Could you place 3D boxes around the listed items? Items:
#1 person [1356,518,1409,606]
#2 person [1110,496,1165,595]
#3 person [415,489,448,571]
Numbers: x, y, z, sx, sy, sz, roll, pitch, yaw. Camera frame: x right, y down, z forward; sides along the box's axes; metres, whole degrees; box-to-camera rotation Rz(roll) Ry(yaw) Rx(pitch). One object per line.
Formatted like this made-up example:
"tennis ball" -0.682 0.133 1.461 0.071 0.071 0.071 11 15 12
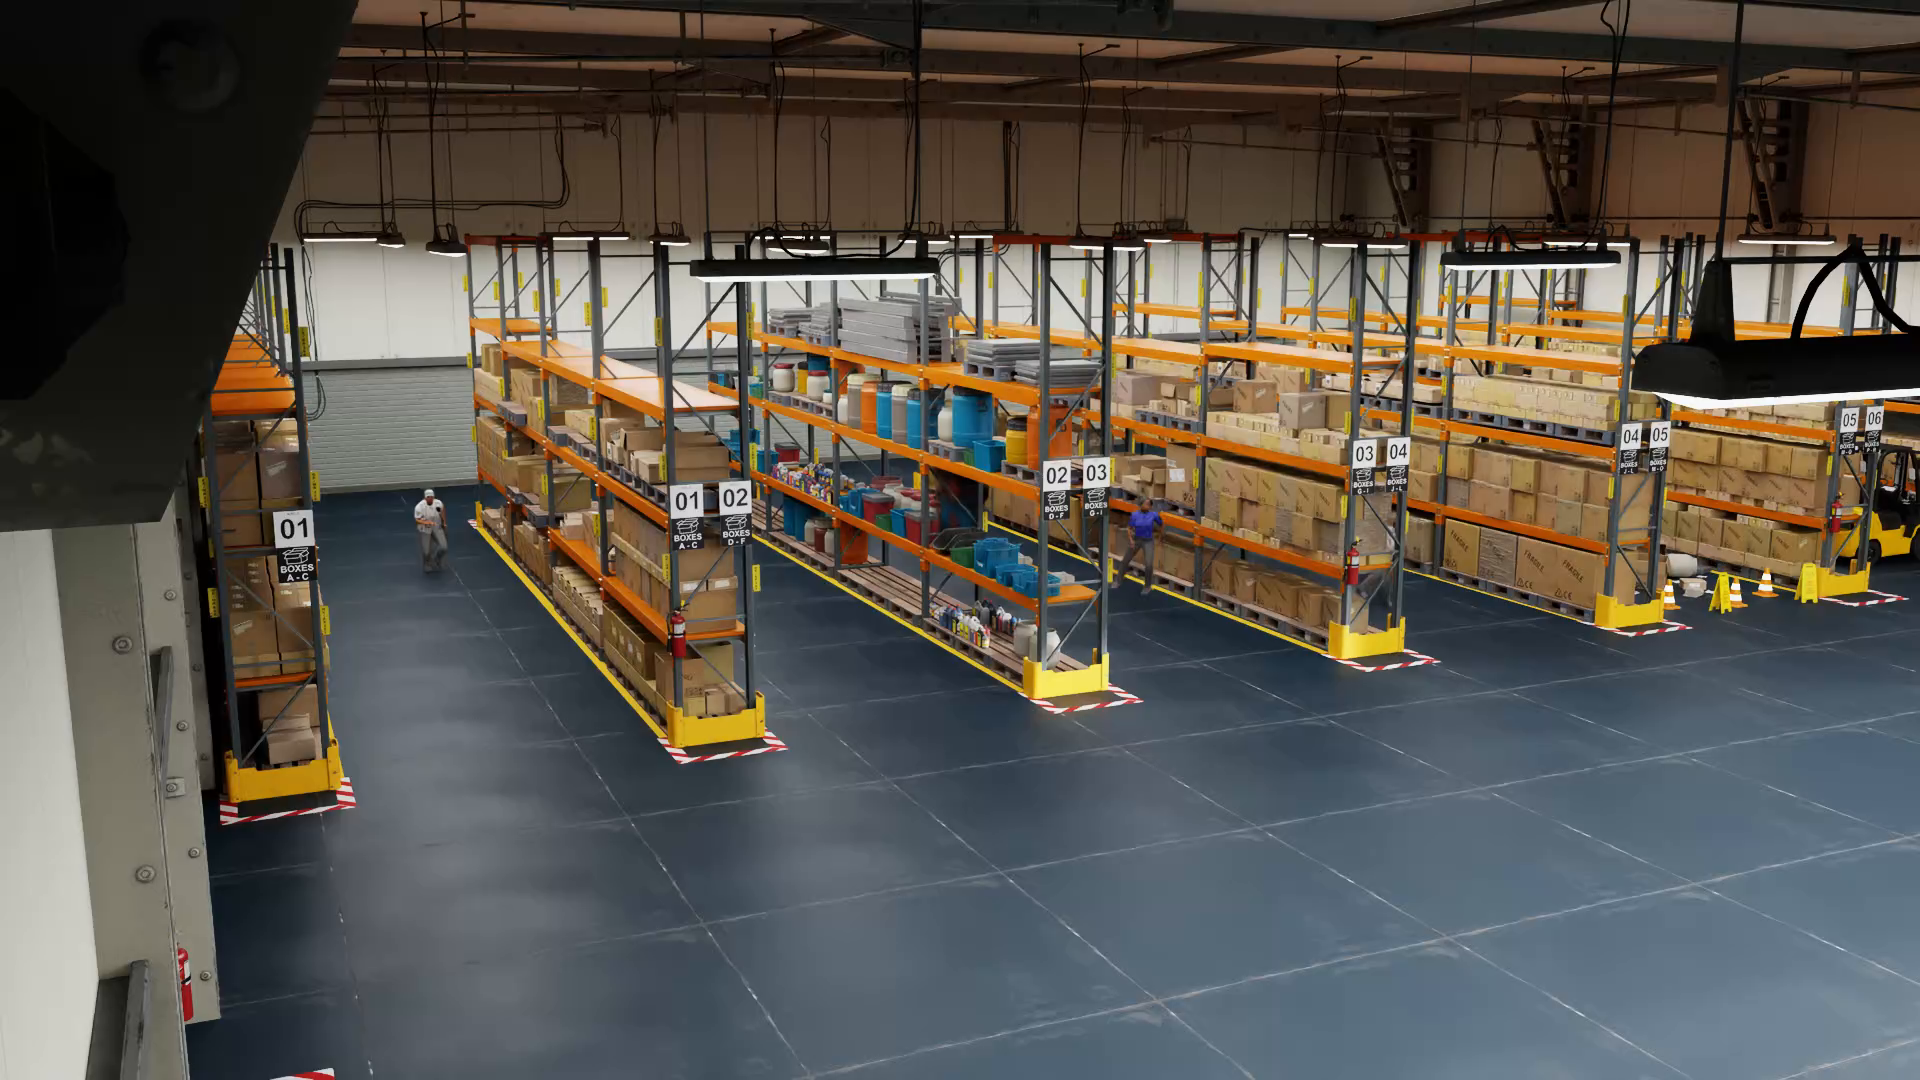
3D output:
"person" 7.021 0.309 27.555 0.580 1.488 1.063 -6 12 -28
"person" 2.894 0.084 27.192 0.870 1.612 0.452 3 11 17
"person" -9.511 -0.169 29.933 0.611 1.551 0.824 -7 13 -32
